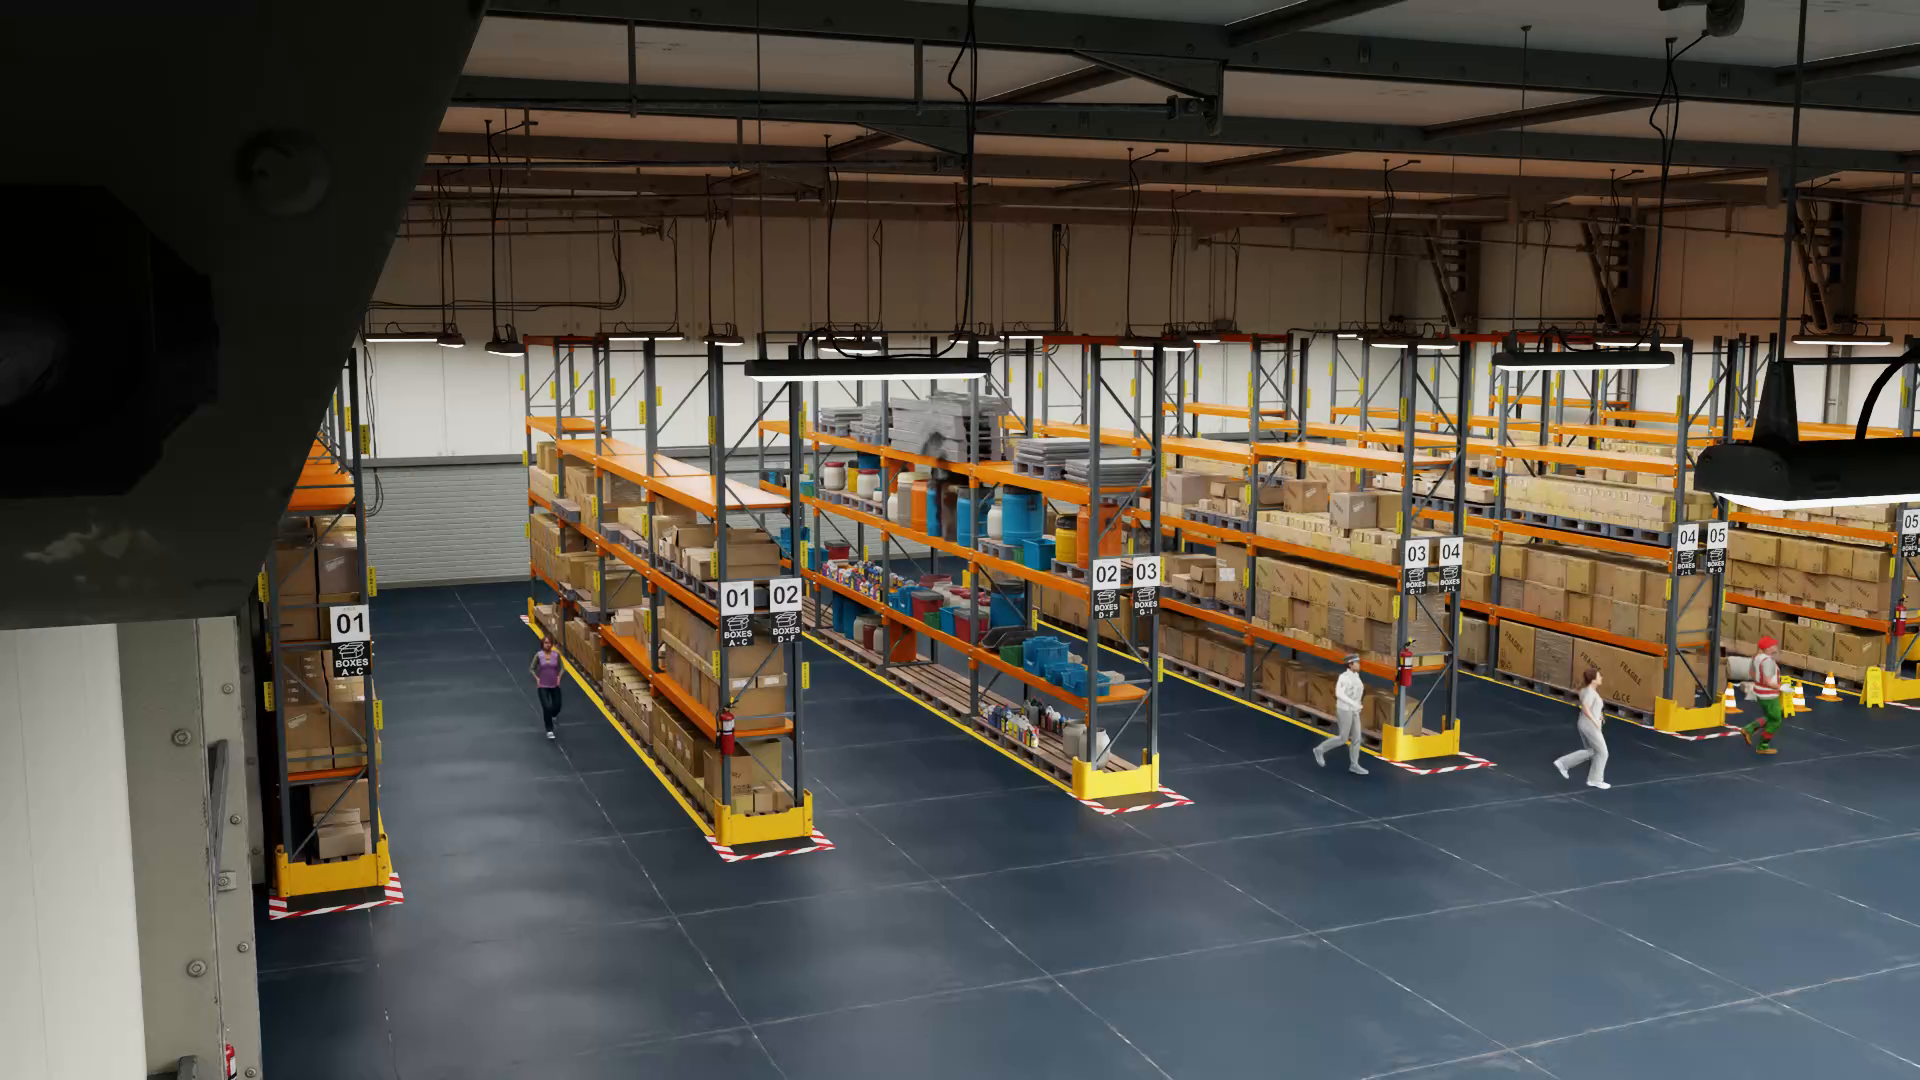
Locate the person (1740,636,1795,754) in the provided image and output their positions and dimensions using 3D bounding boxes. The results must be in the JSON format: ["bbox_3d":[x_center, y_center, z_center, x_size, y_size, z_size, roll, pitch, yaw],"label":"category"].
[{"bbox_3d":[11.743,2.258,24.202,0.620,1.737,0.658,1,8,9],"label":"person"}]

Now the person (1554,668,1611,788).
[{"bbox_3d":[8.463,2.545,22.499,0.739,1.651,0.587,1,8,9],"label":"person"}]

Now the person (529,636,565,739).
[{"bbox_3d":[-6.257,2.222,25.244,0.535,1.536,0.559,-3,8,-20],"label":"person"}]

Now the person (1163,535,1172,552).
[{"bbox_3d":[5.195,0.013,41.581,0.721,1.647,0.607,0,8,2],"label":"person"}]

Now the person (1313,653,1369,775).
[{"bbox_3d":[5.439,2.400,23.389,0.796,1.675,0.667,5,9,35],"label":"person"}]
